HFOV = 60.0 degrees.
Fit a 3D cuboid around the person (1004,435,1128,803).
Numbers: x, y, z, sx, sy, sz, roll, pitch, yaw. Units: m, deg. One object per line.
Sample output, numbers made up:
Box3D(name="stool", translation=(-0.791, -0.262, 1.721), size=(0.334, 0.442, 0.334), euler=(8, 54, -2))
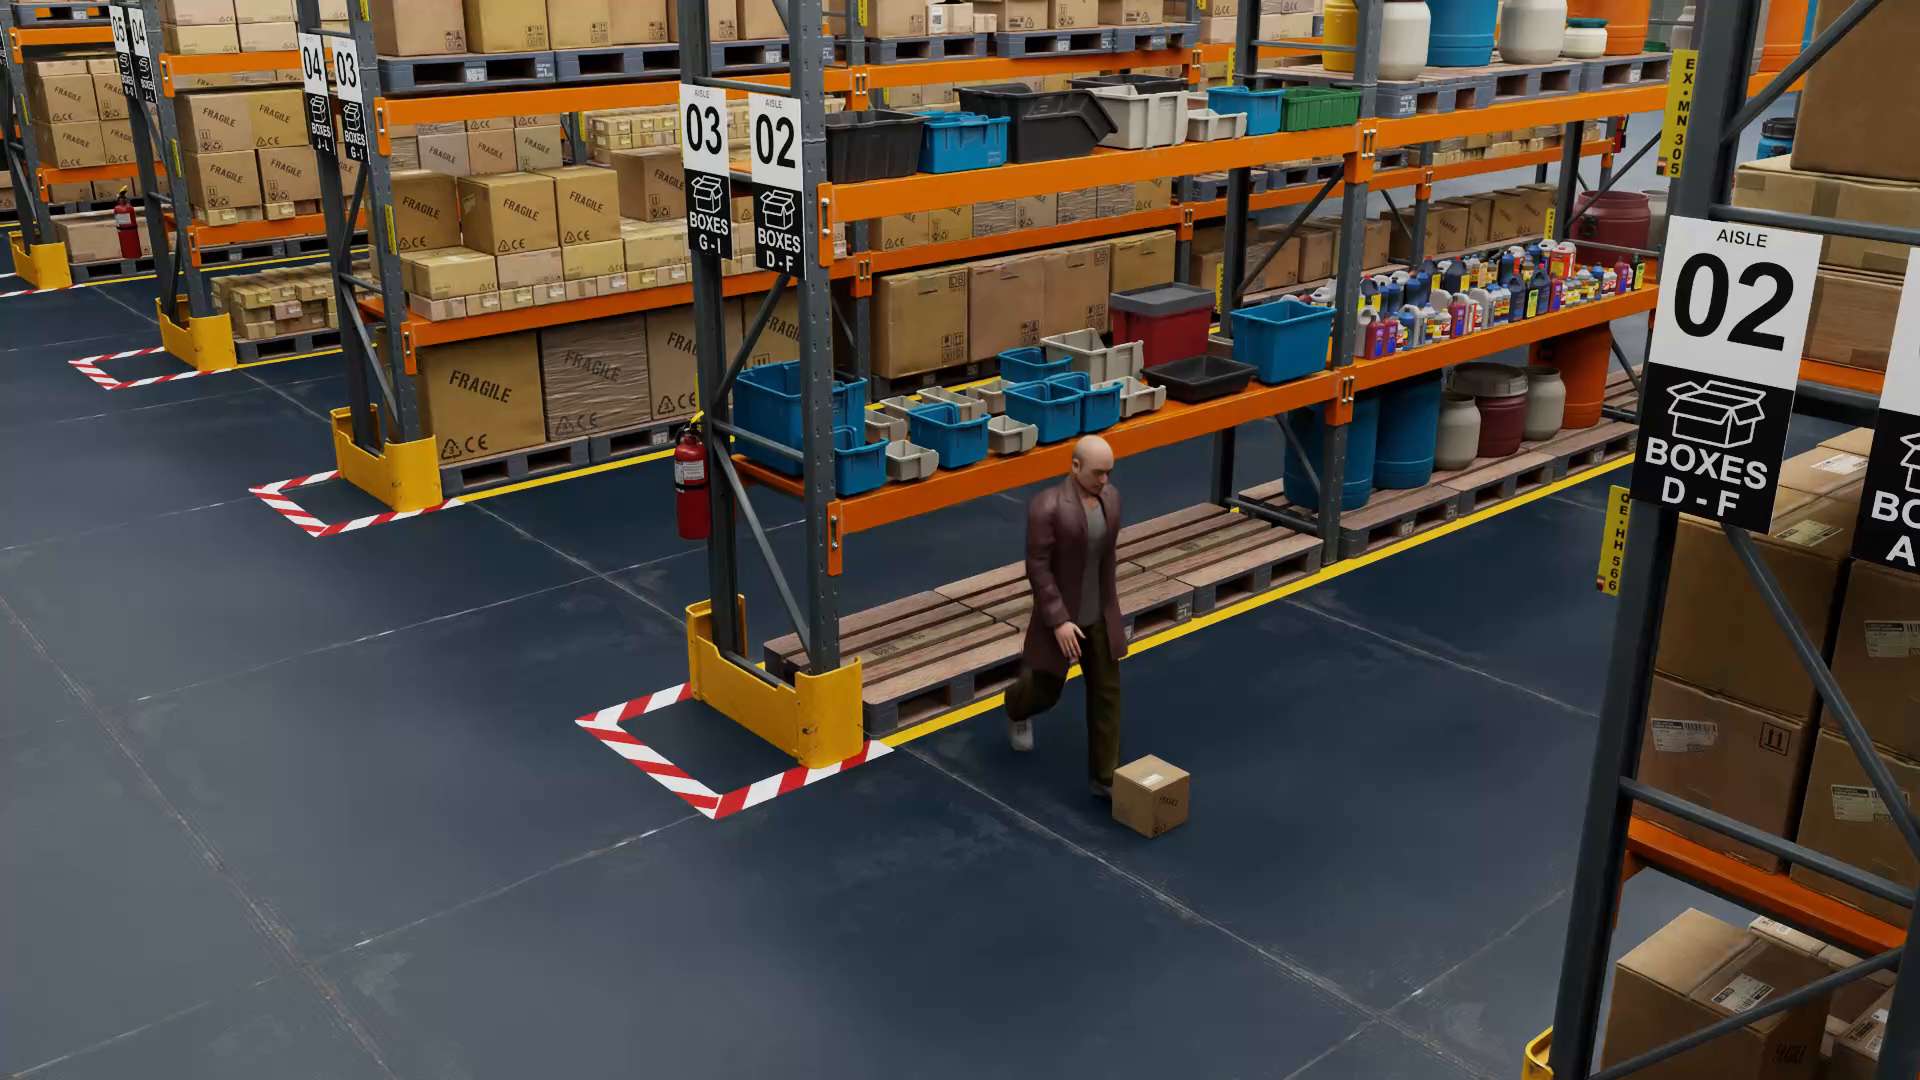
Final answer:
Box3D(name="person", translation=(0.534, 0.339, 7.803), size=(0.576, 1.748, 1.011), euler=(-11, 23, -27))
